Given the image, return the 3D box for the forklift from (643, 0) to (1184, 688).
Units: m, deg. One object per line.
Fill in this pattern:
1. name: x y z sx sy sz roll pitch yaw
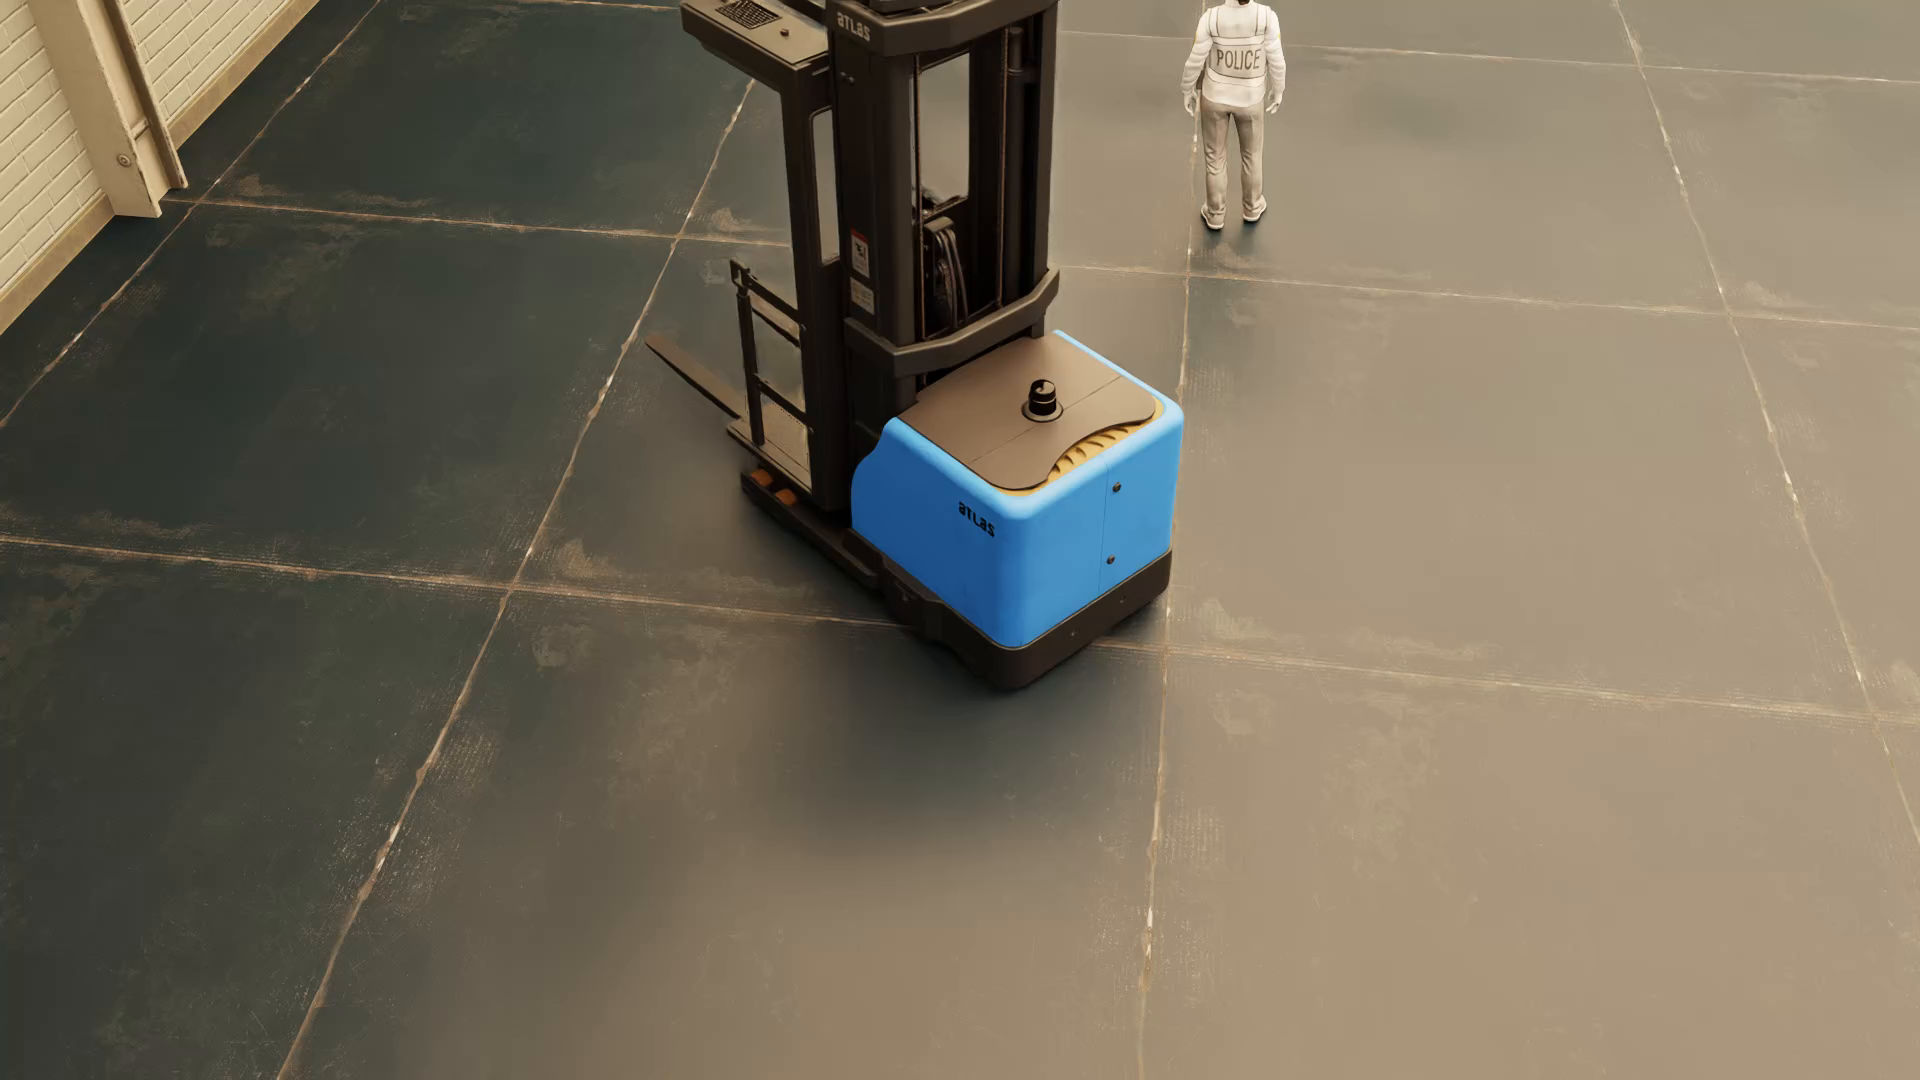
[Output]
1. forklift: -0.406 -1.363 7.208 1.130 2.935 3.031 -31 51 -29

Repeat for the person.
1. person: 1.540 -2.541 9.394 0.586 1.694 0.532 5 43 5
